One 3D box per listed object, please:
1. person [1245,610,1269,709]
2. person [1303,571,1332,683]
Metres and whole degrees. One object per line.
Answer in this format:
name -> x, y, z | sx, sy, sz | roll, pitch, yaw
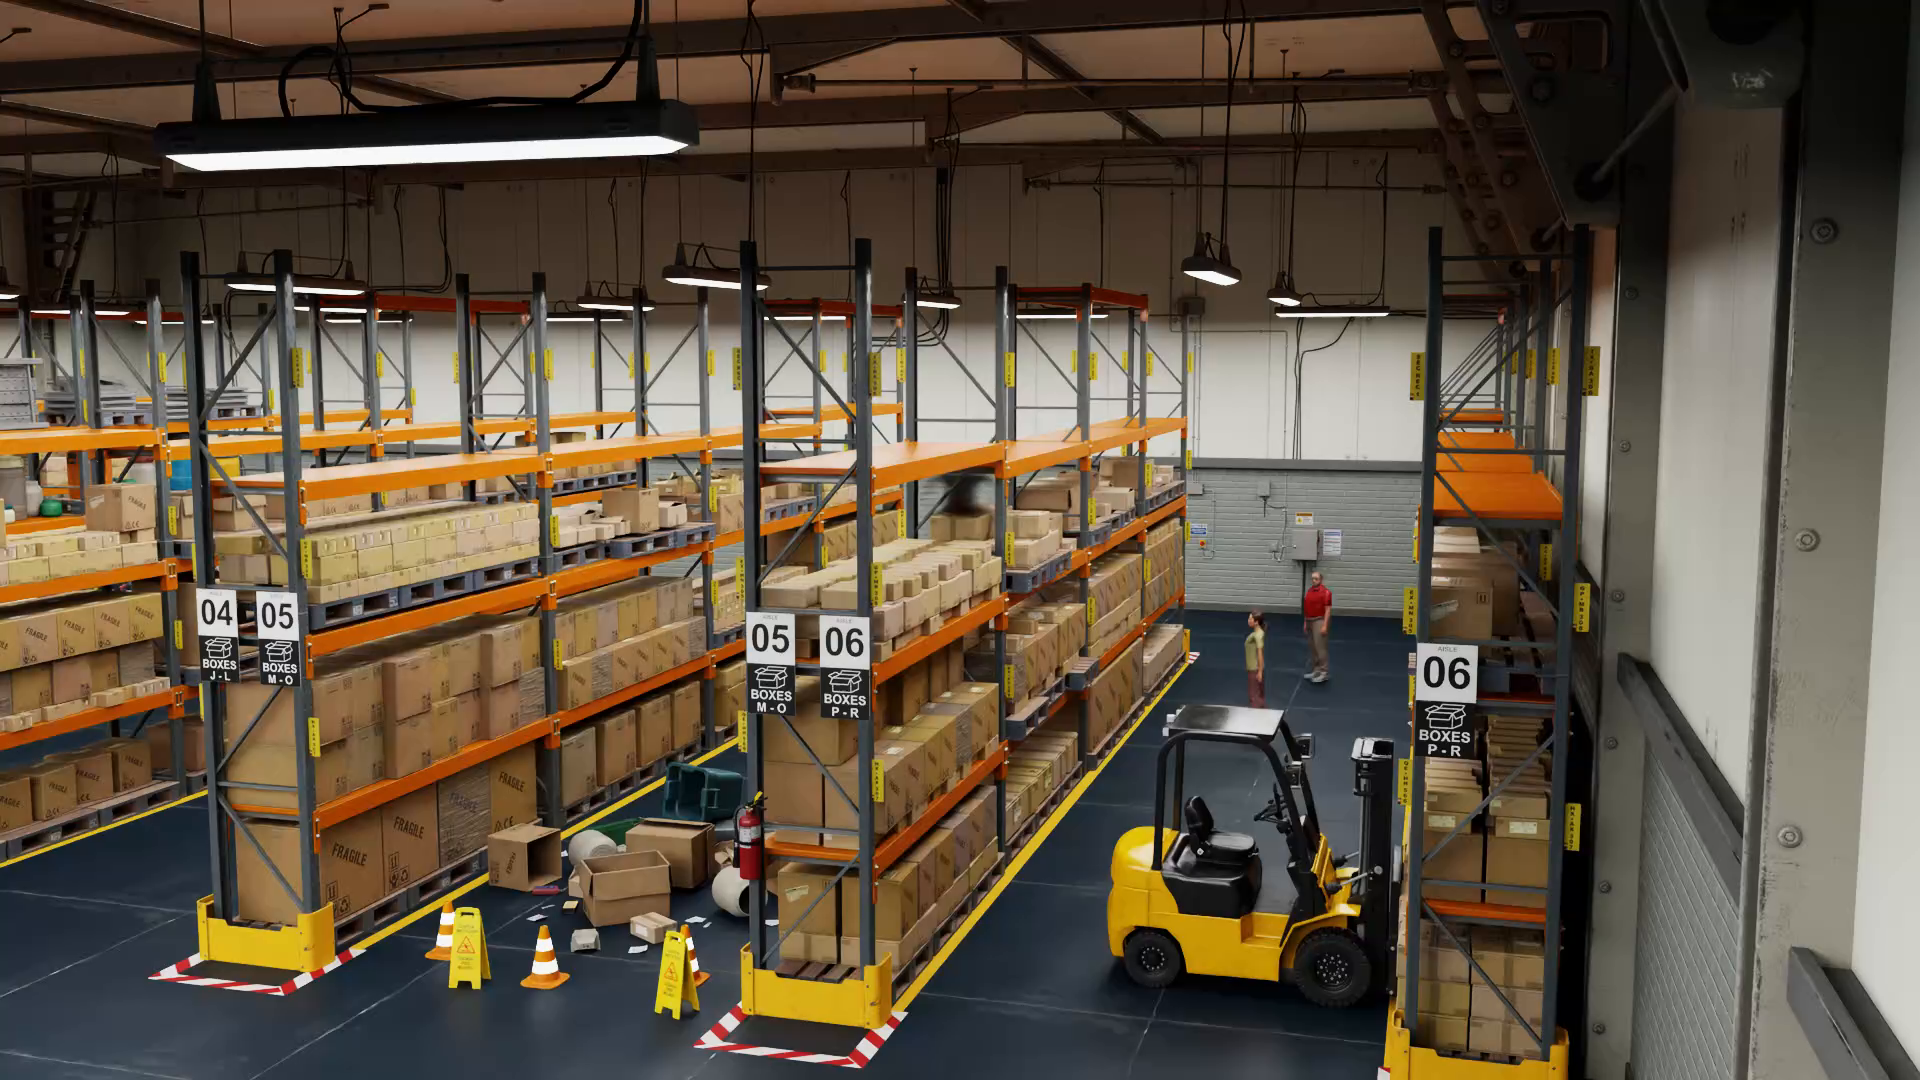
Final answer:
person -> 4.054, 1.792, 22.742 | 0.337, 1.676, 0.524 | 2, 7, 16
person -> 5.643, 1.362, 26.327 | 0.378, 1.731, 0.569 | -1, 7, -12
